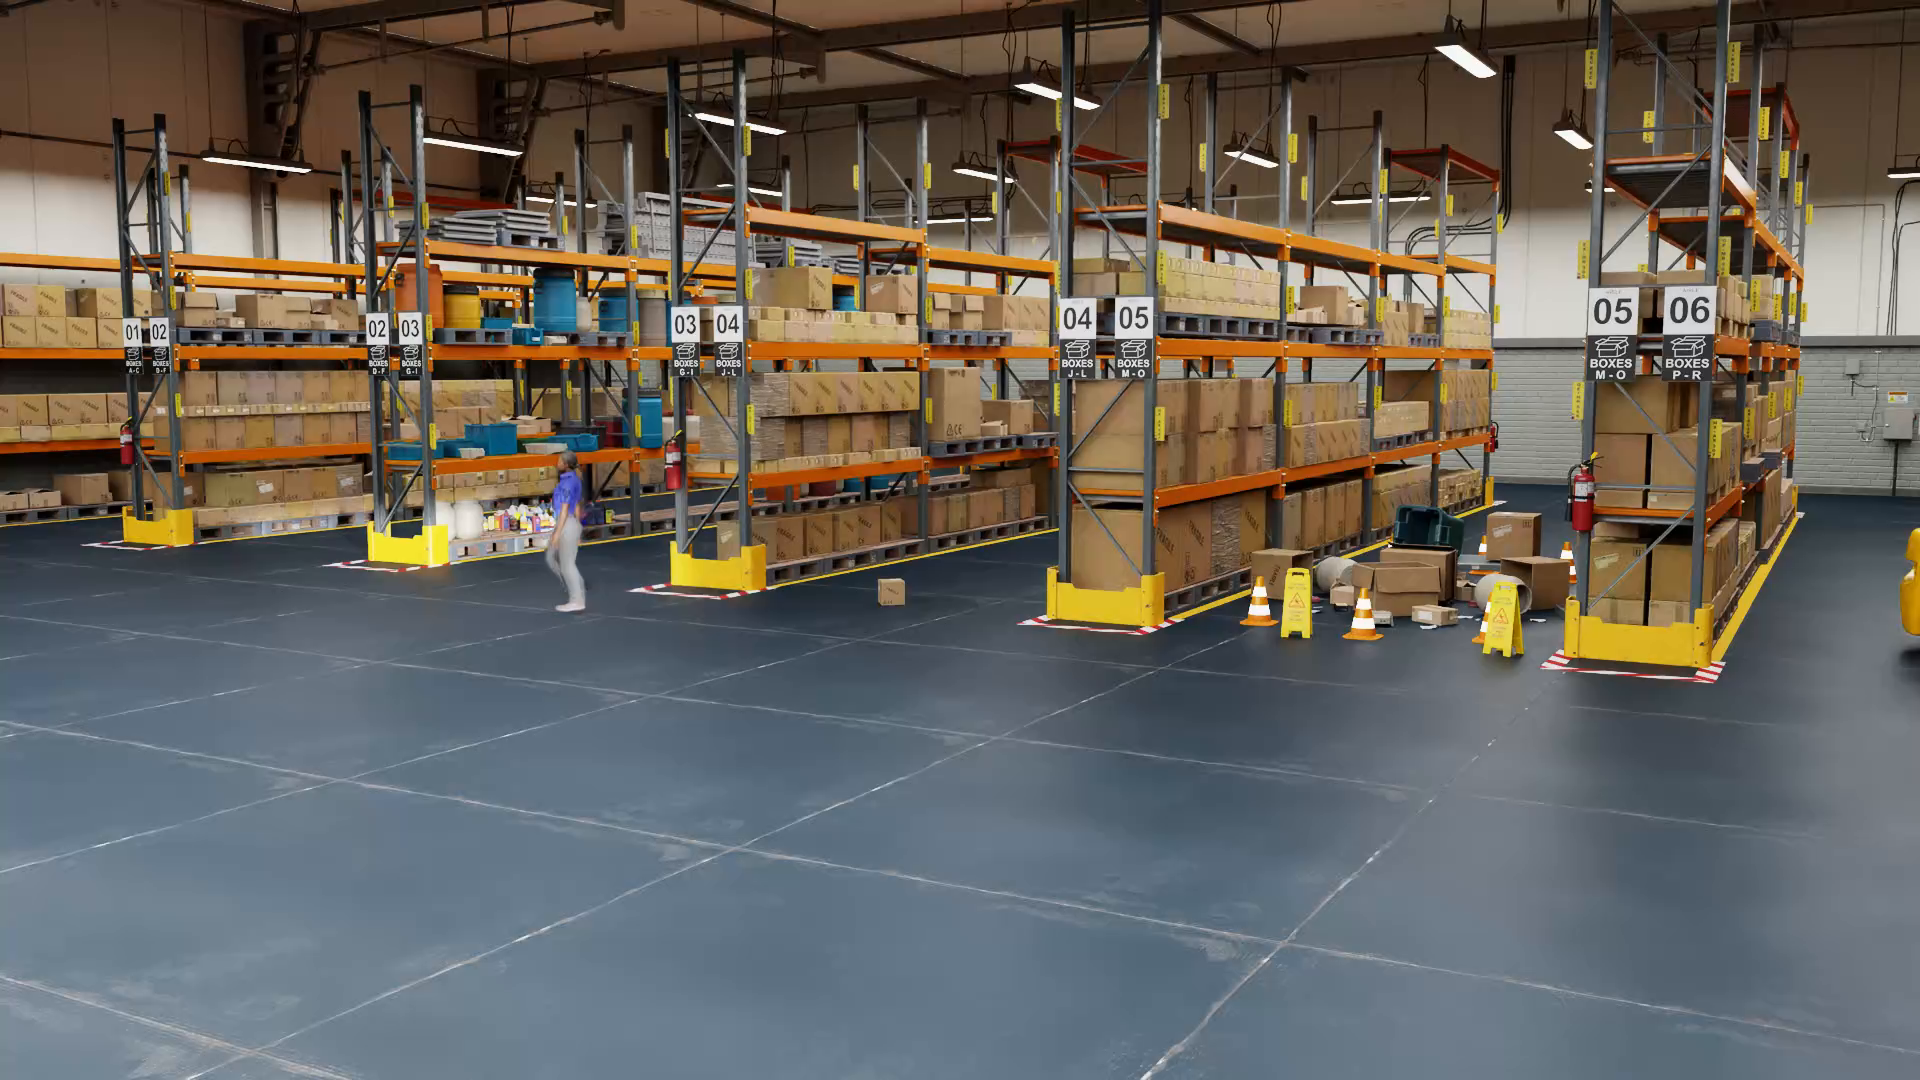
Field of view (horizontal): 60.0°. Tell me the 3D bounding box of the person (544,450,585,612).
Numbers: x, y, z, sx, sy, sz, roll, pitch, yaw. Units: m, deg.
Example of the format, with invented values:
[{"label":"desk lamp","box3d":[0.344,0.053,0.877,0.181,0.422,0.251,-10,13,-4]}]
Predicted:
[{"label":"person","box3d":[-4.076,-0.084,17.052,0.423,1.668,0.454,-1,6,-7]}]
